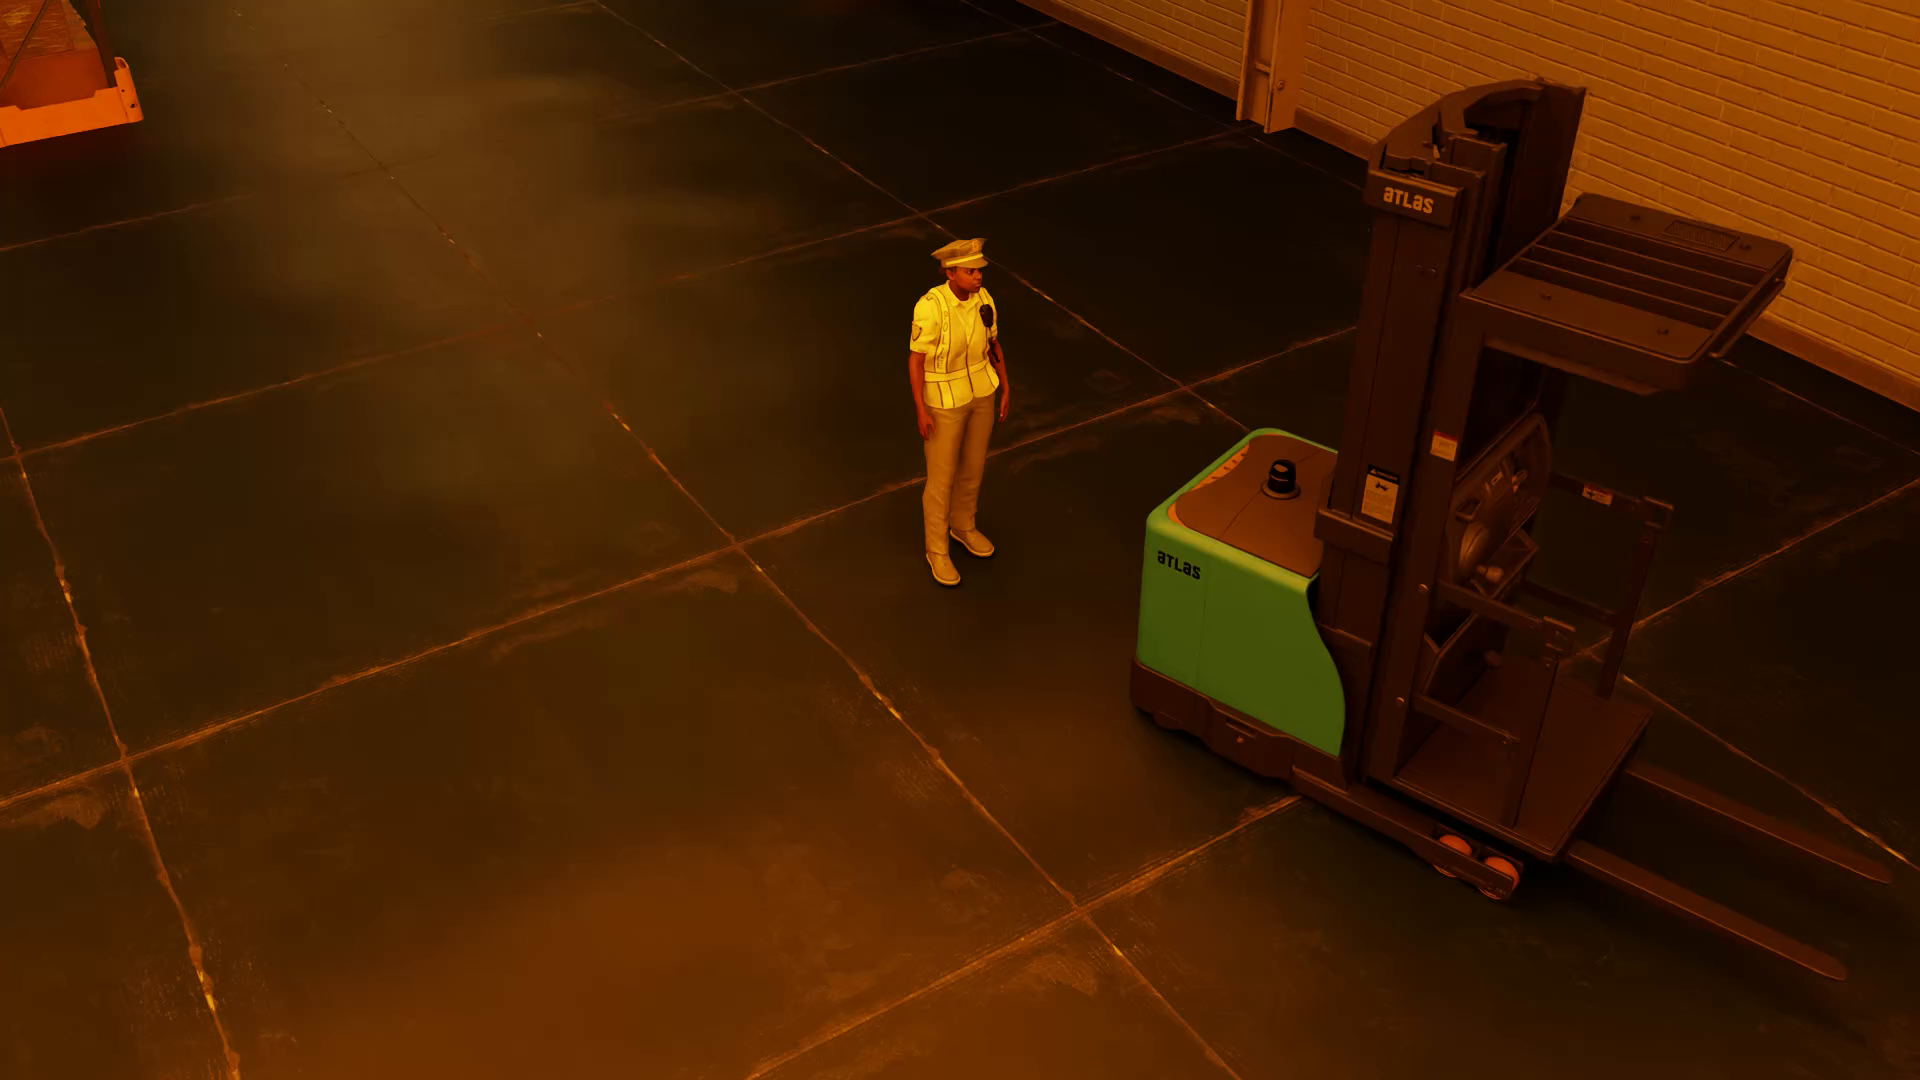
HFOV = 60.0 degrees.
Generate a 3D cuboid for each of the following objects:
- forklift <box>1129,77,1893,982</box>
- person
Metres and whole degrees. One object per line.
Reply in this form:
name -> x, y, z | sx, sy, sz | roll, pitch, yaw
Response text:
forklift -> 2.237, -0.110, 6.305 | 3.031, 2.935, 1.130 | 25, 42, 31
person -> 0.024, -0.657, 8.146 | 0.569, 1.694, 0.530 | -21, 40, -27
